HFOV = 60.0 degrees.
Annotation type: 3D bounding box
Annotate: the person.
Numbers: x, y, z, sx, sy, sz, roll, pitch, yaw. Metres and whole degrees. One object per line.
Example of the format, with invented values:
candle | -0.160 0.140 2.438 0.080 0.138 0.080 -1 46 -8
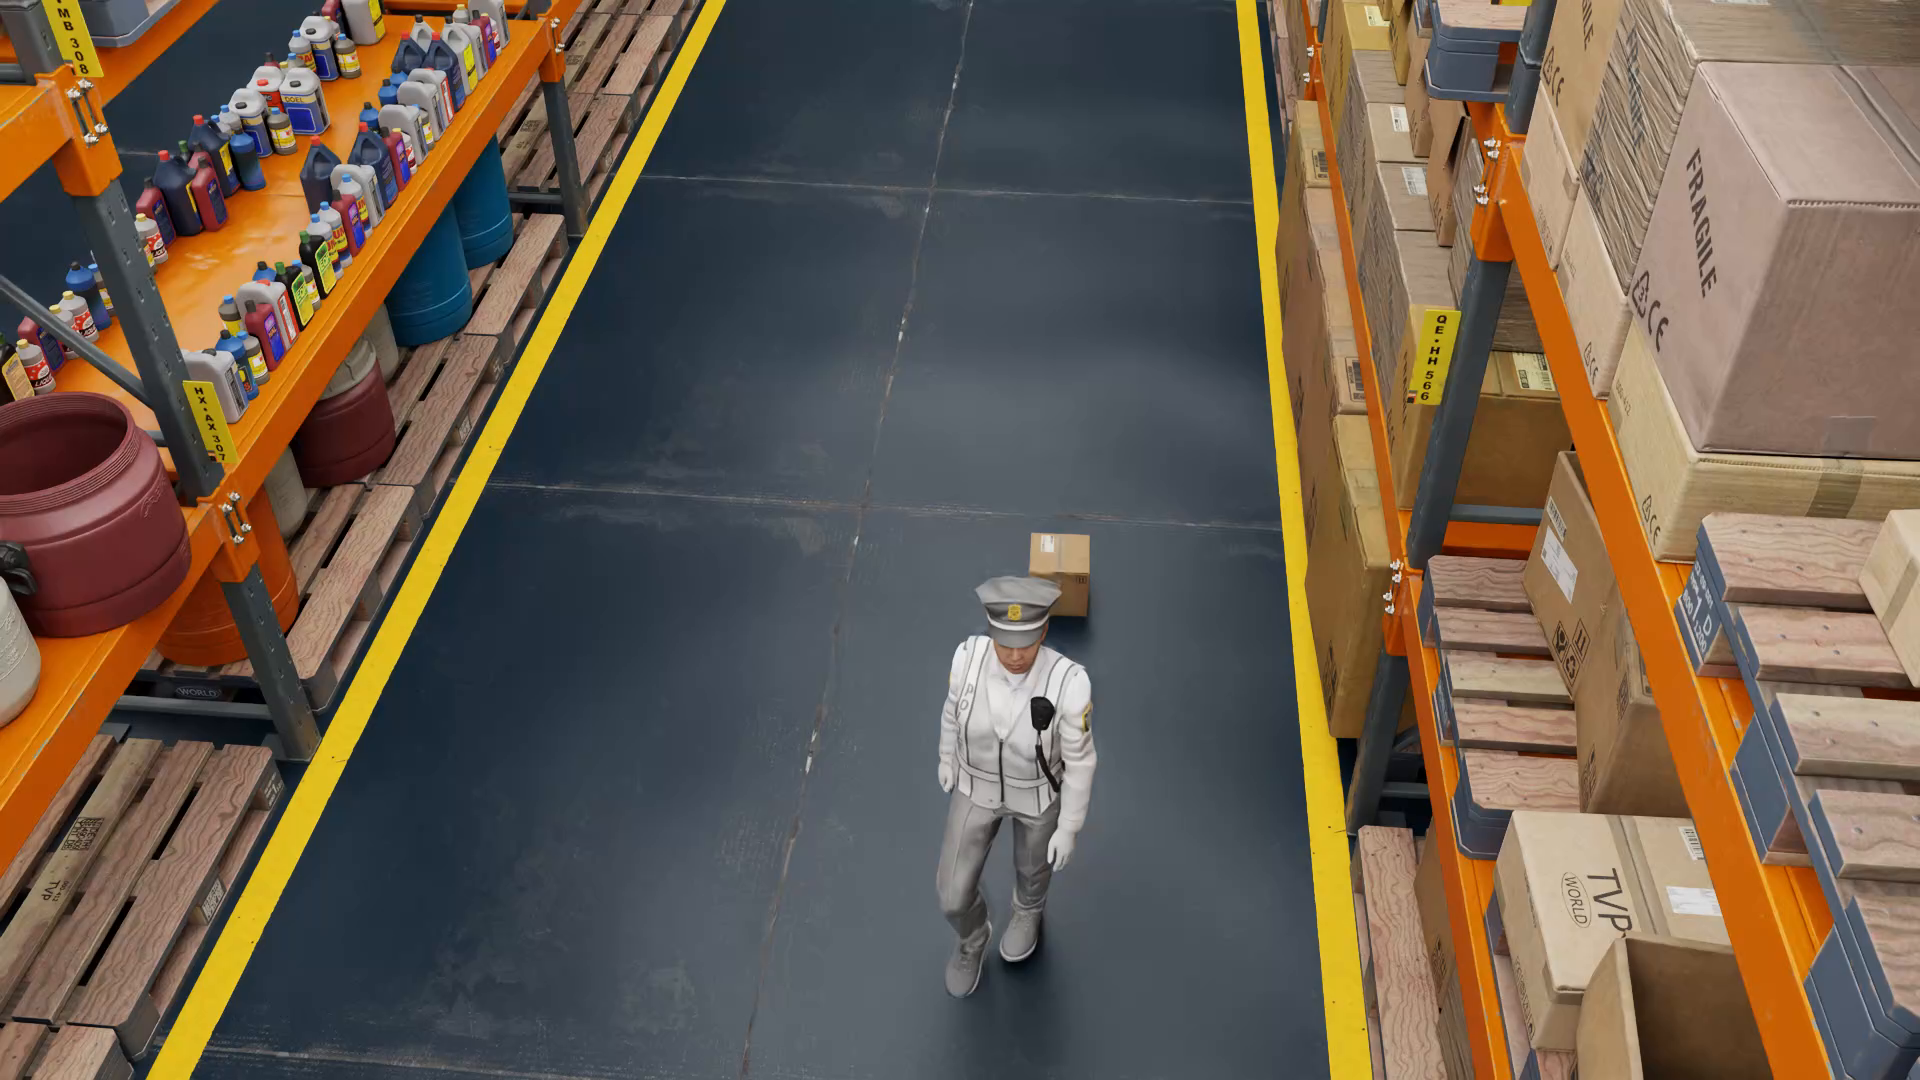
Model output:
person | 0.158 0.810 5.185 0.522 1.741 0.493 9 41 10
